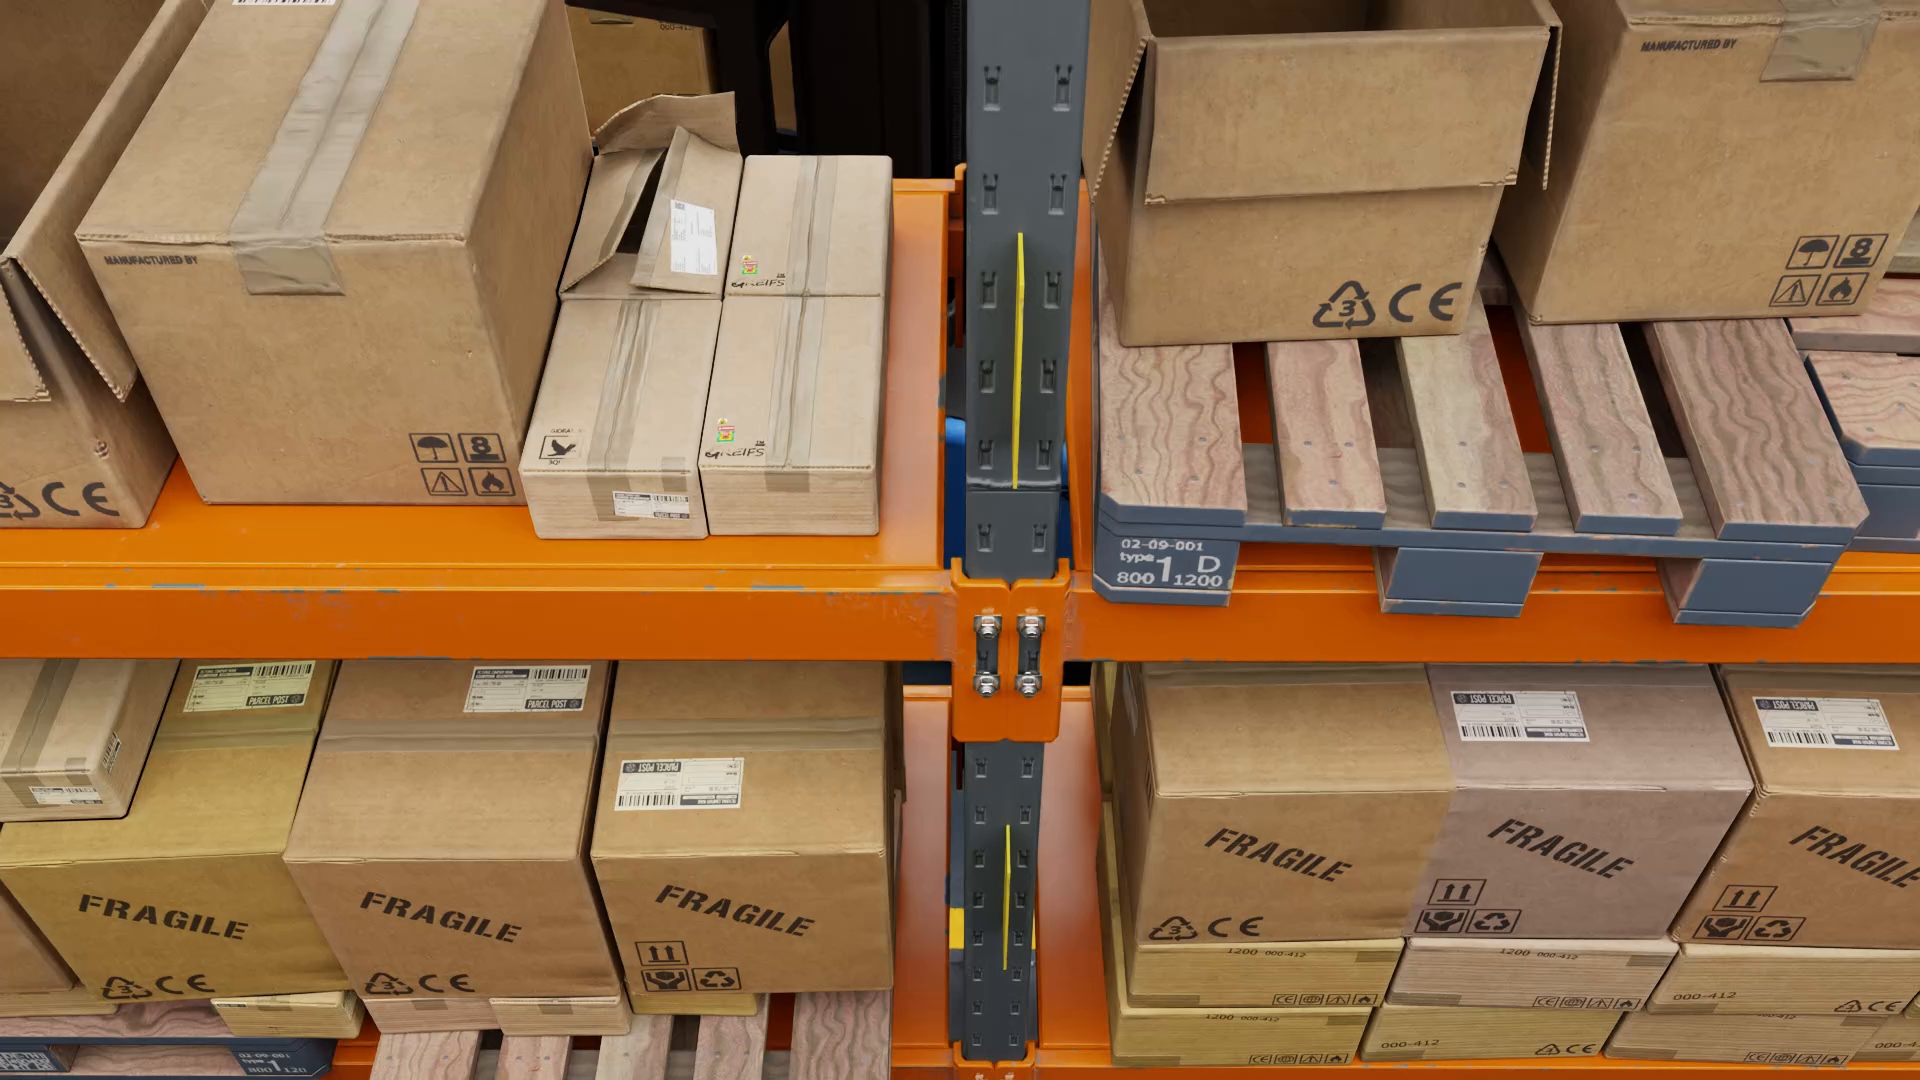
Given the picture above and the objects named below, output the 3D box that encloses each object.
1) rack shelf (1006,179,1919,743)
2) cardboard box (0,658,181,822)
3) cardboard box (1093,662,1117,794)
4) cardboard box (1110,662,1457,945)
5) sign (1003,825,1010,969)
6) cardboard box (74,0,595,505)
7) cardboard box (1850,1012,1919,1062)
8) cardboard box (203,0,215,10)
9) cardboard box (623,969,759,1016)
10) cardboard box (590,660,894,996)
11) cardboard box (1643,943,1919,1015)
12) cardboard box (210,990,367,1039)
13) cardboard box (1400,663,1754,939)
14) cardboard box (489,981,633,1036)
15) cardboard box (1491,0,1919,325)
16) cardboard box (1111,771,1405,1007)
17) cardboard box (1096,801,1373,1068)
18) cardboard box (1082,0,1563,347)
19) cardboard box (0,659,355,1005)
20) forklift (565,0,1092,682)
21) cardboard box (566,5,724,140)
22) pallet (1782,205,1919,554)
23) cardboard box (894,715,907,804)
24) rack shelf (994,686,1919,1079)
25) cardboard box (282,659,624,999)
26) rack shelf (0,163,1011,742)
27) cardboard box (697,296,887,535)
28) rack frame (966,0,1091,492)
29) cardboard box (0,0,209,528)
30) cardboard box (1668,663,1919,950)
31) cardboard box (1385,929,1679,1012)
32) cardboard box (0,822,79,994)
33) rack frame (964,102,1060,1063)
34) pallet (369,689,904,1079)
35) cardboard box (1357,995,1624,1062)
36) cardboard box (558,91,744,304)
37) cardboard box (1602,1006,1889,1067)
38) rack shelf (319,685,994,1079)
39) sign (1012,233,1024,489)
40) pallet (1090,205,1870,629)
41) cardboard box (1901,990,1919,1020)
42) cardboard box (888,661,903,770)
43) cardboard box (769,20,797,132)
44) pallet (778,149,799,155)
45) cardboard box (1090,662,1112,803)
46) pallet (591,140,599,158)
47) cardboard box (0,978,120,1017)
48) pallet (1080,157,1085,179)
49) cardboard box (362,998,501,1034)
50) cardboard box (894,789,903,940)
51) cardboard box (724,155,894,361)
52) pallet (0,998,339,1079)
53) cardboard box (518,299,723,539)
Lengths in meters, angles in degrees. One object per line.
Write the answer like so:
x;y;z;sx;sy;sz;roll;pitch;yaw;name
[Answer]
2.073;-0.180;2.810;4.000;0.370;1.077;0;47;0;rack shelf
-1.564;0.294;2.925;0.250;0.149;0.380;-2;47;-2;cardboard box
0.558;0.288;3.694;0.500;0.250;0.500;0;47;0;cardboard box
0.565;0.397;3.080;0.500;0.500;0.500;-1;47;-1;cardboard box
0.080;0.621;2.885;0.005;0.325;0.100;0;47;0;sign
-0.875;-0.474;2.525;0.500;0.500;0.700;0;47;0;cardboard box
2.093;0.821;3.539;0.500;0.250;0.500;0;47;0;cardboard box
-3.389;-2.484;7.762;0.750;0.750;1.050;0;47;0;cardboard box
-0.524;0.758;3.380;0.250;0.149;0.380;1;47;1;cardboard box
-0.383;0.515;3.163;0.500;0.500;0.500;-1;47;-1;cardboard box
1.594;0.667;3.341;0.500;0.250;0.500;0;47;0;cardboard box
-1.303;0.793;3.348;0.250;0.149;0.380;1;47;1;cardboard box
1.061;0.392;3.085;0.500;0.500;0.500;0;47;0;cardboard box
-0.776;0.790;3.350;0.250;0.149;0.380;0;47;0;cardboard box
1.064;-0.744;2.489;0.500;0.500;0.700;-2;47;-2;cardboard box
0.579;0.655;3.352;0.500;0.250;0.500;0;47;0;cardboard box
0.561;0.828;3.532;0.500;0.250;0.500;-1;47;-1;cardboard box
0.451;-0.718;2.462;0.637;0.503;0.797;-2;47;-2;cardboard box
-1.404;0.522;3.157;0.500;0.500;0.500;-3;47;-3;cardboard box
-0.661;-1.132;5.301;3.031;2.935;1.130;13;48;11;forklift
-1.492;-2.476;7.755;0.750;0.750;1.050;1;47;1;cardboard box
1.835;-0.402;2.655;1.213;0.211;1.003;2;47;2;pallet
-0.251;0.397;3.716;0.250;0.149;0.380;-2;47;-2;cardboard box
2.073;0.842;3.908;4.000;0.370;1.077;0;47;0;rack shelf
-0.900;0.522;3.156;0.500;0.500;0.500;-1;47;0;cardboard box
-1.927;-0.191;2.820;4.000;0.370;1.077;0;47;0;rack shelf
-0.243;-0.192;2.502;0.250;0.149;0.380;0;47;0;cardboard box
0.073;-1.452;1.454;0.127;3.000;1.000;0;47;0;rack frame
-1.452;-0.449;2.499;0.637;0.503;0.797;0;47;0;cardboard box
1.579;0.404;3.073;0.500;0.500;0.500;1;47;1;cardboard box
1.096;0.657;3.350;0.500;0.250;0.500;1;47;1;cardboard box
-1.950;0.519;3.159;0.500;0.500;0.500;-2;47;-1;cardboard box
0.073;0.592;3.650;0.127;3.000;1.000;0;47;0;rack frame
-0.640;0.733;3.649;1.003;0.211;1.213;0;47;0;pallet
1.075;0.817;3.543;0.500;0.250;0.500;-1;47;-1;cardboard box
-0.497;-0.511;2.719;0.258;0.266;0.396;0;47;0;cardboard box
1.600;0.822;3.538;0.500;0.250;0.500;2;47;1;cardboard box
-1.927;0.831;3.918;4.000;0.370;1.077;0;47;0;rack shelf
0.069;-0.209;1.993;0.005;0.325;0.100;0;47;0;sign
0.717;-0.403;2.656;1.003;0.211;1.213;2;47;2;pallet
2.101;0.678;3.330;0.500;0.250;0.500;1;47;1;cardboard box
-0.376;0.143;3.510;0.500;0.500;0.500;-1;47;-1;cardboard box
-0.618;-2.476;7.755;0.750;0.750;1.050;0;47;0;cardboard box
-0.798;-2.139;8.097;1.213;0.211;1.003;0;47;0;pallet
0.580;0.454;3.881;0.500;0.250;0.500;-1;47;-1;cardboard box
-2.015;-2.145;8.102;1.213;0.211;1.003;0;47;0;pallet
-1.805;0.759;3.379;0.250;0.149;0.380;-1;47;-1;cardboard box
0.772;-2.079;8.041;1.213;0.211;1.003;0;47;0;pallet
-1.028;0.783;3.356;0.250;0.149;0.380;-2;47;-2;cardboard box
-0.256;0.706;3.429;0.250;0.149;0.380;2;47;2;cardboard box
-0.241;-0.470;2.761;0.250;0.149;0.380;0;47;0;cardboard box
-1.907;0.682;3.697;1.213;0.211;1.003;0;47;0;pallet
-0.491;-0.187;2.497;0.250;0.149;0.380;0;47;0;cardboard box
